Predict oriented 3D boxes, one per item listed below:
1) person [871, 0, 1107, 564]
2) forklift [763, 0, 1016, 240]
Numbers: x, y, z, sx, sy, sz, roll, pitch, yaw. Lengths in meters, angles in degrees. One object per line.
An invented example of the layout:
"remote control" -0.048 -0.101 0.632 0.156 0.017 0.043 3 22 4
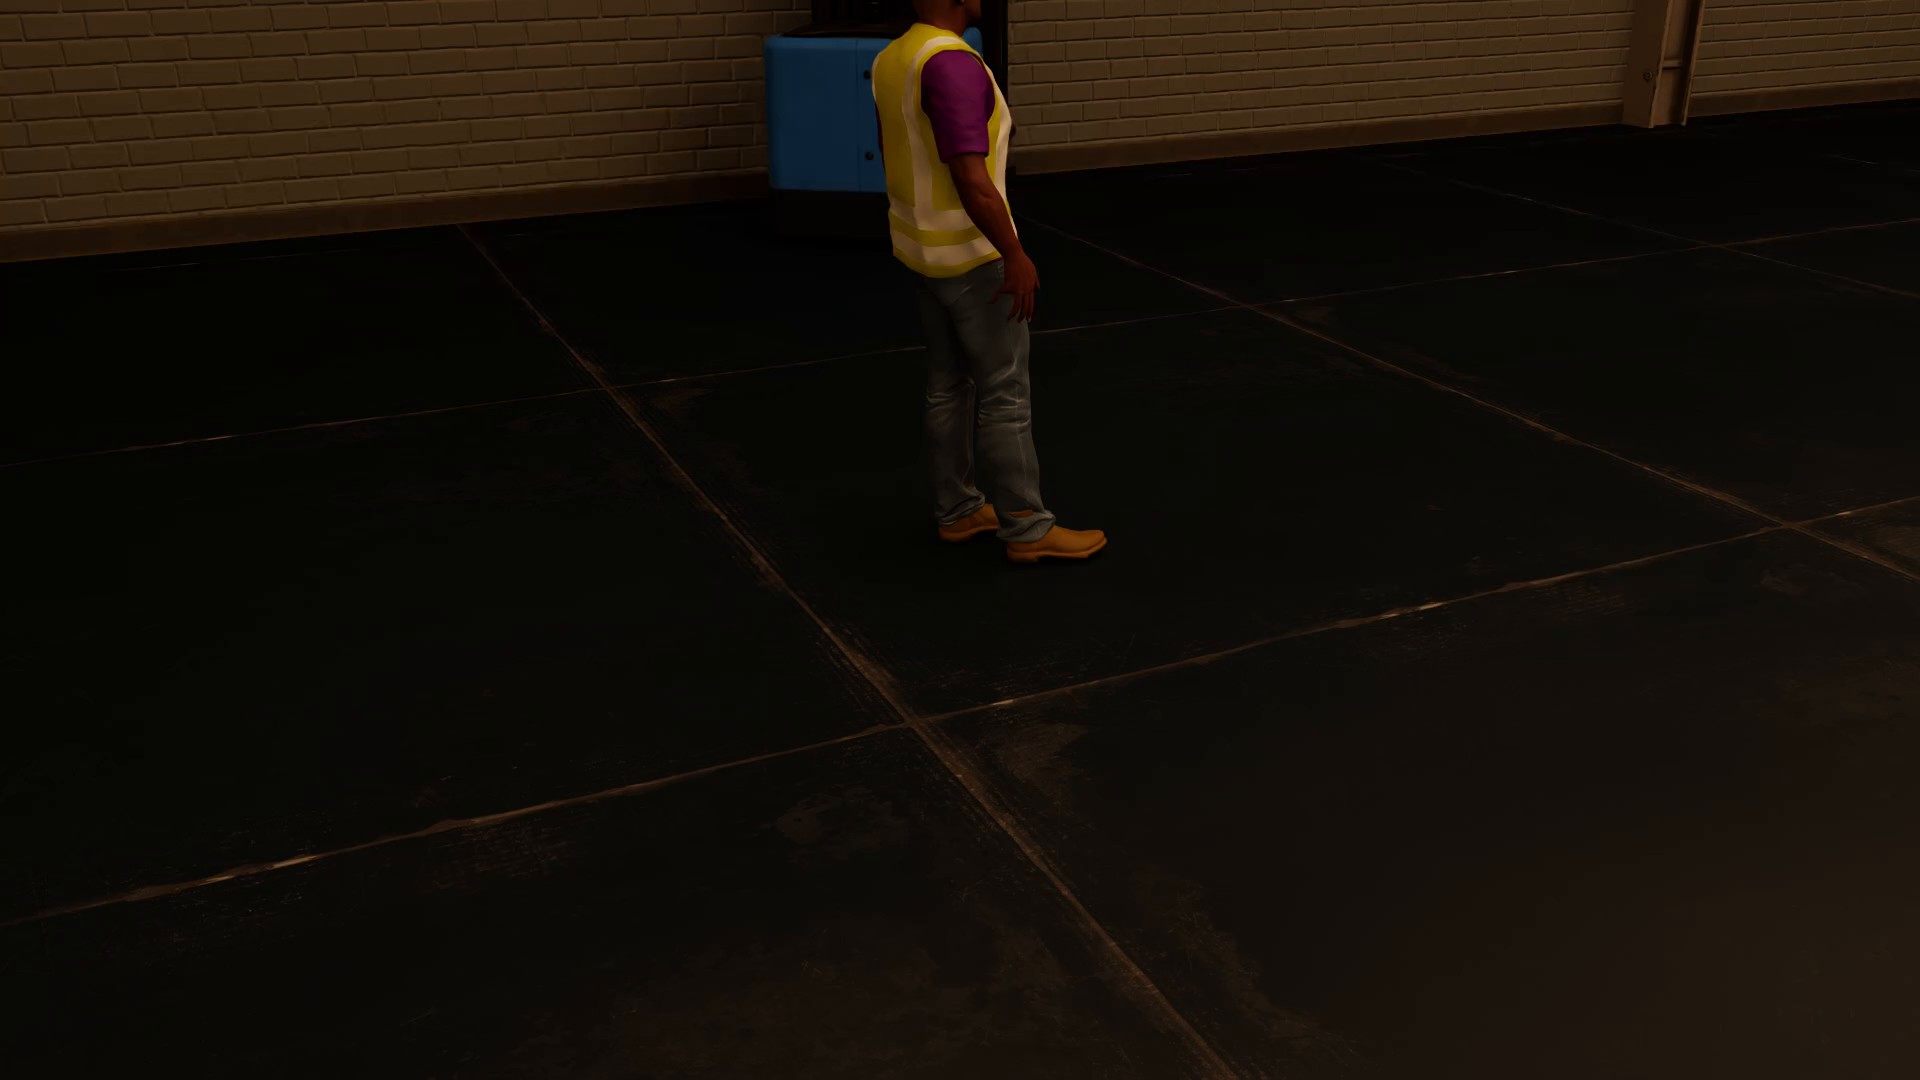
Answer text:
"person" 0.065 -0.831 4.787 0.577 1.765 0.665 -10 25 -23
"forklift" -0.266 -3.445 9.579 1.130 2.935 3.031 4 23 9
